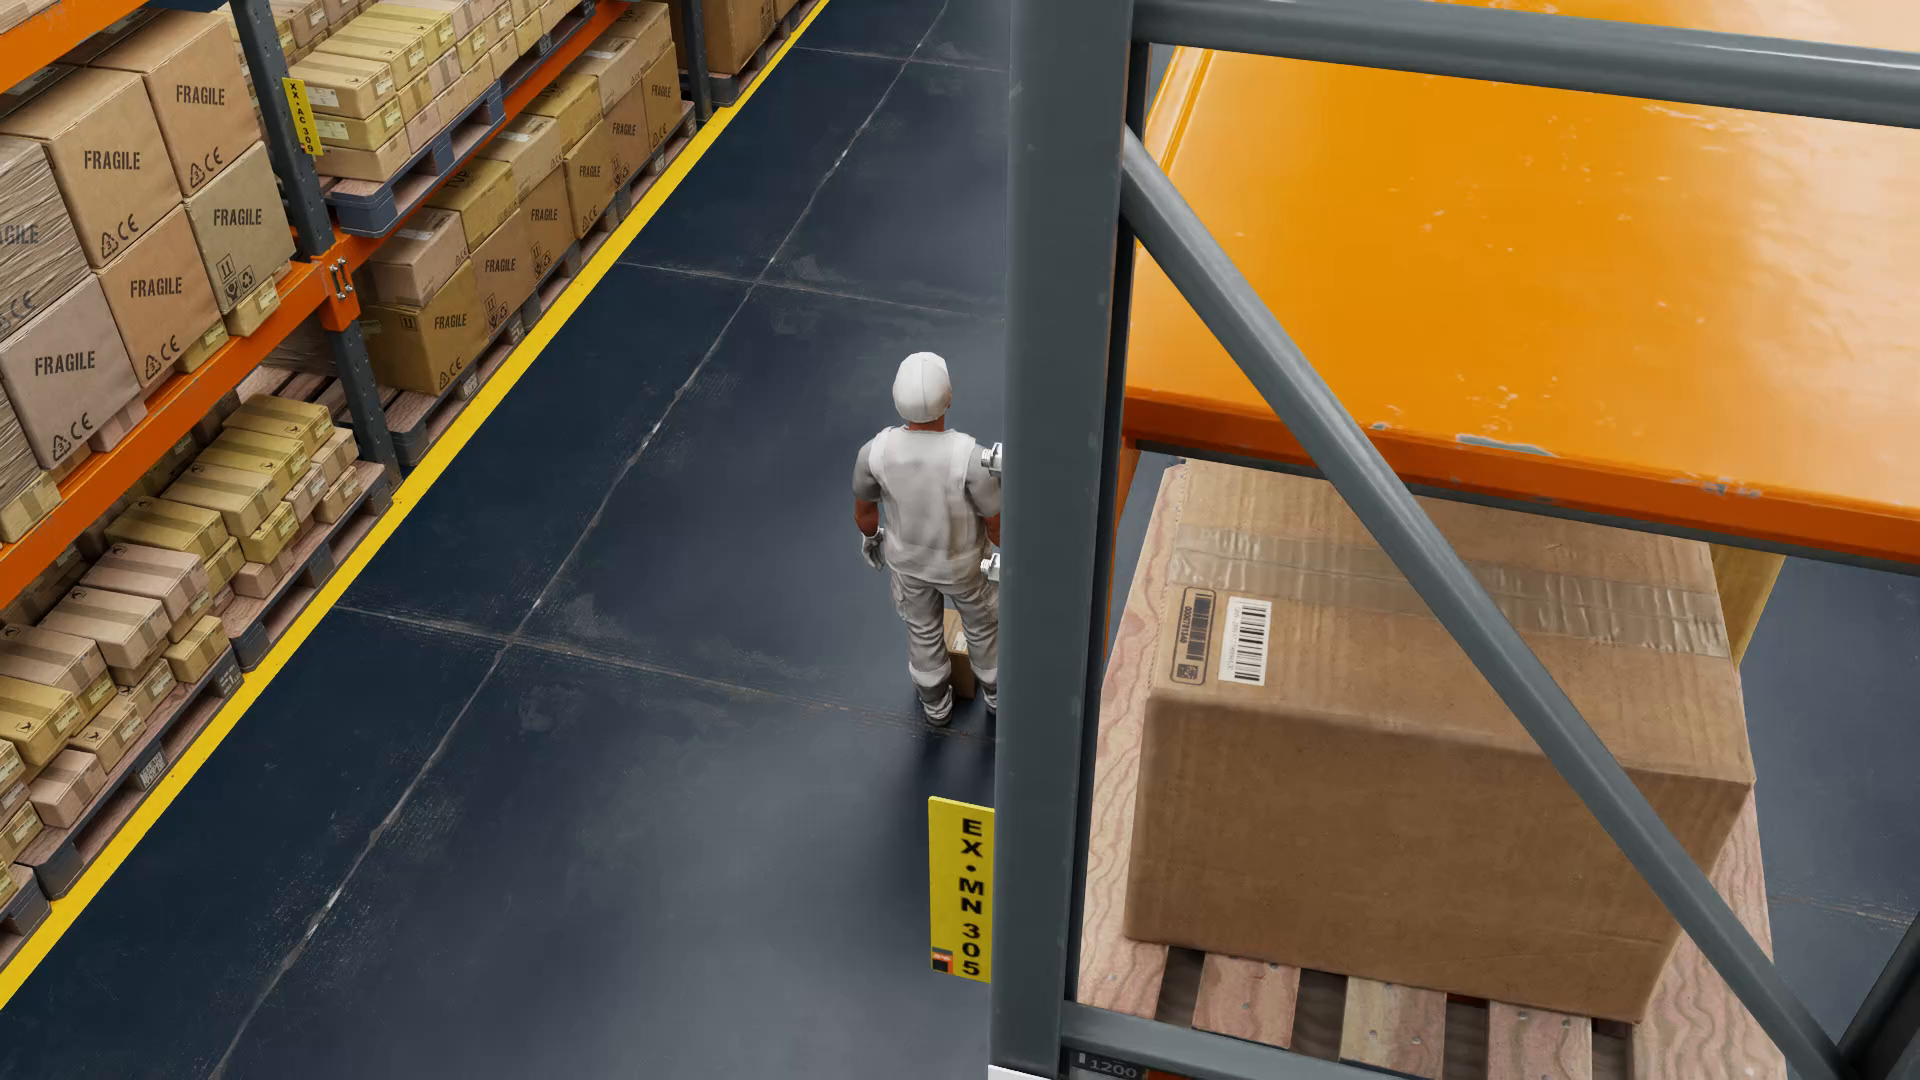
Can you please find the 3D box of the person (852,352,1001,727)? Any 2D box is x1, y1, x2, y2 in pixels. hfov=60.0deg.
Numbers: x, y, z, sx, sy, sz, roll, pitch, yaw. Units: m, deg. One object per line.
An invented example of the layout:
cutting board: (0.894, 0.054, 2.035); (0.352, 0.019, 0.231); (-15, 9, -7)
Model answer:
person: (-0.050, 0.005, 6.286); (0.637, 1.787, 0.565); (10, 42, 11)
